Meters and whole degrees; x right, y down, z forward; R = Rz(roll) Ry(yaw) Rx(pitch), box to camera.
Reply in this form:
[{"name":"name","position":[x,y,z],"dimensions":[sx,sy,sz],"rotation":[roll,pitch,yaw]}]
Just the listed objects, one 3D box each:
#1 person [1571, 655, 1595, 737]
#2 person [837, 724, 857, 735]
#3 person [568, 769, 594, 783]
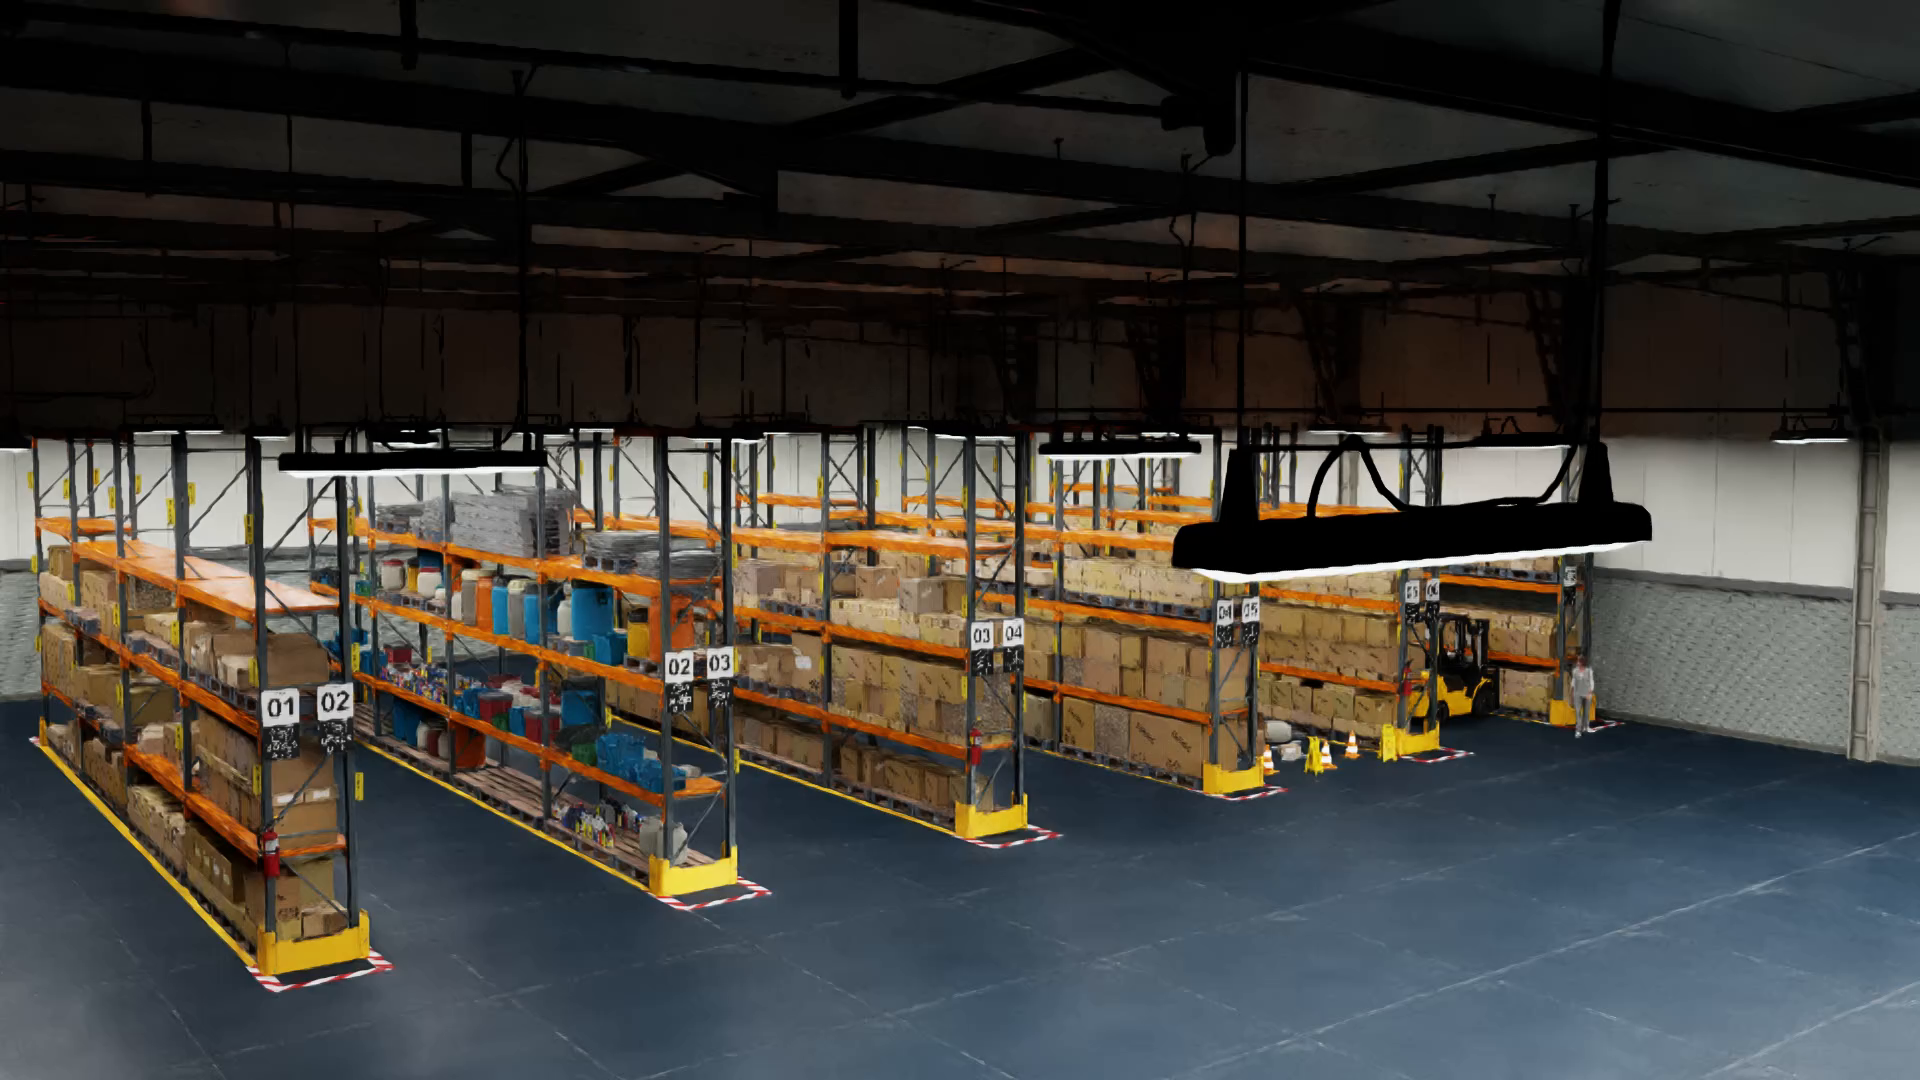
[{"name":"person","position":[12.111,3.007,32.312],"dimensions":[0.444,1.586,0.638],"rotation":[2,5,25]},{"name":"person","position":[-2.138,3.076,30.952],"dimensions":[0.508,1.655,0.423],"rotation":[2,5,25]},{"name":"person","position":[-6.375,3.309,28.216],"dimensions":[0.639,1.632,0.506],"rotation":[-4,6,-39]}]
